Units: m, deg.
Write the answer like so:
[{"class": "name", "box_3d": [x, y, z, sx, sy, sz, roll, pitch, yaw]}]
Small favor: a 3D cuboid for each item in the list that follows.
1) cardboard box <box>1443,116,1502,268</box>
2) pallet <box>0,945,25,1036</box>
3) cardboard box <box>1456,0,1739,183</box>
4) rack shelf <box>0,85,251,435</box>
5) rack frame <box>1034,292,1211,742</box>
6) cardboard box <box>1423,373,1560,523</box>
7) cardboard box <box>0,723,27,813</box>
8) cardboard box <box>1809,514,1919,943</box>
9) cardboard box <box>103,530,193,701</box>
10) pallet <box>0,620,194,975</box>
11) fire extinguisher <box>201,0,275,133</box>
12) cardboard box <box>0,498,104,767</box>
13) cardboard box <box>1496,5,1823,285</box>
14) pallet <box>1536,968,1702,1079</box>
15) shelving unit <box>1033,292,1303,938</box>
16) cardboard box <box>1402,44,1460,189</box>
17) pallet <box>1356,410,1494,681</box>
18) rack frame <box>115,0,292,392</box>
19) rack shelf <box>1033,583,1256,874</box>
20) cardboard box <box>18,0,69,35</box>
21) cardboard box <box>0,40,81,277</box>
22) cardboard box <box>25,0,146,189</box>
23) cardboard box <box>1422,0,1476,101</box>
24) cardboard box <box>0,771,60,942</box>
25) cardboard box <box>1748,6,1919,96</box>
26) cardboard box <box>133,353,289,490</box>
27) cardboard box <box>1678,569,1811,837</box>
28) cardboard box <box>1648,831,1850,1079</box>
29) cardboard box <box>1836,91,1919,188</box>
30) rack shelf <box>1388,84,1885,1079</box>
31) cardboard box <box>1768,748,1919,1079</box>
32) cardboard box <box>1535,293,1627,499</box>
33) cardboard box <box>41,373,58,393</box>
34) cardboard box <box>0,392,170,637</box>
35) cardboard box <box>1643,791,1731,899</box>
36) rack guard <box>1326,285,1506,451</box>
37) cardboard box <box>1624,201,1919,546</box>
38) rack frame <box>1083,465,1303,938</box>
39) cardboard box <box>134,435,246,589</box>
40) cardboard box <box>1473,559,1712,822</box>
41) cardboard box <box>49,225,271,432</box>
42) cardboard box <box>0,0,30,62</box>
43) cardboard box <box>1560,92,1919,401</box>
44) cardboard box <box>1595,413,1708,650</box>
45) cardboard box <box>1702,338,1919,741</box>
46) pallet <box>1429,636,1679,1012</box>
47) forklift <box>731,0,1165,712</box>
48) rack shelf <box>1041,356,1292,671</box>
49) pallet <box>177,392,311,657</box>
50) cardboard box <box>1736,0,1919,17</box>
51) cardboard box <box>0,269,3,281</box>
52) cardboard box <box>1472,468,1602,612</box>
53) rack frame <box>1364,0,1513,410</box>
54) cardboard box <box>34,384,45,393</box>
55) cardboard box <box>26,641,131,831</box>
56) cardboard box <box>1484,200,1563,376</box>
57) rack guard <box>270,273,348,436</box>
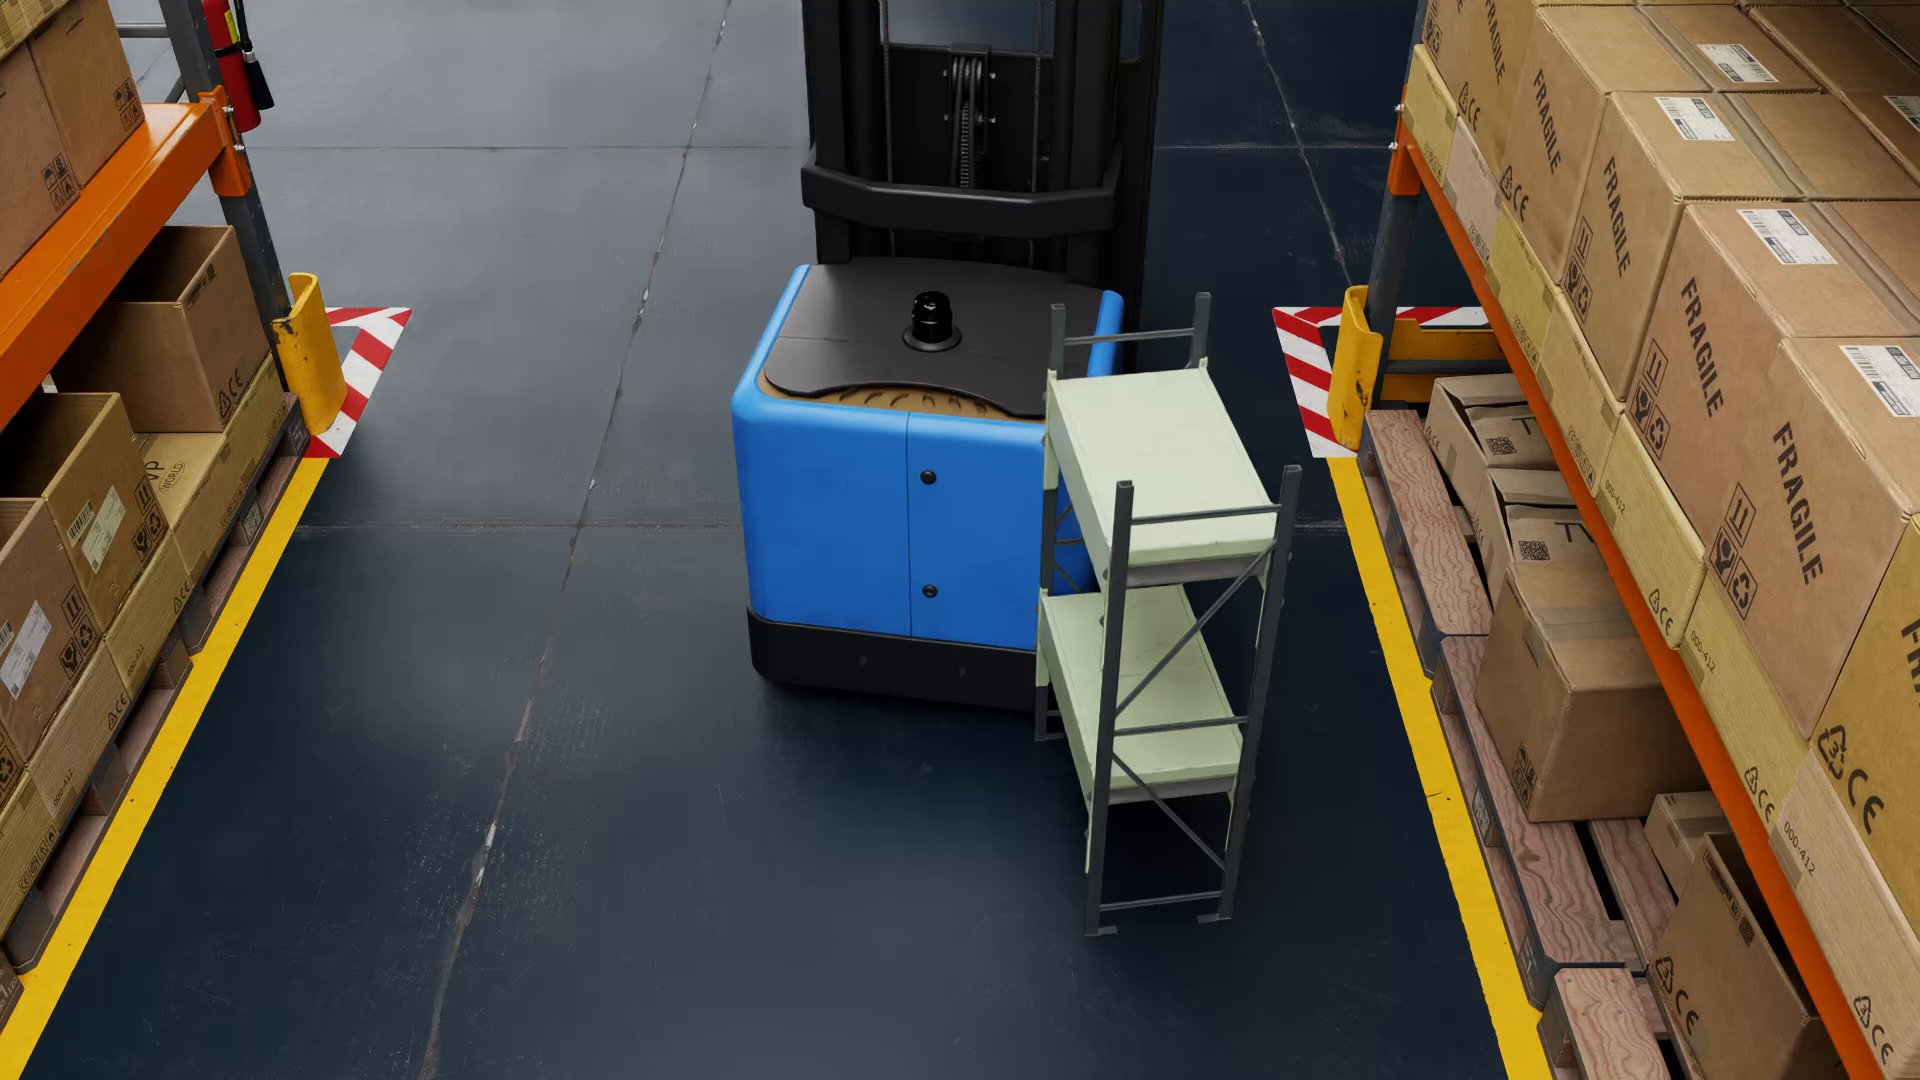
[{"class": "cardboard box", "box_3d": [1.690, -0.977, 4.674, 0.500, 0.250, 0.500, -1, 39, -1]}, {"class": "pallet", "box_3d": [-2.916, 1.441, 3.783, 1.003, 0.211, 1.213, 0, 39, 0]}, {"class": "cardboard box", "box_3d": [1.683, -1.292, 4.467, 0.500, 0.500, 0.500, 0, 39, 0]}, {"class": "rack shelf", "box_3d": [-2.959, -0.120, 4.077, 1.077, 0.370, 4.000, 0, 39, 0]}, {"class": "rack frame", "box_3d": [0.421, -0.003, 4.555, 0.400, 1.500, 0.023, -5, 39, -7]}, {"class": "cardboard box", "box_3d": [1.903, -0.347, 5.583, 0.500, 0.311, 0.500, -4, 39, -5]}, {"class": "cardboard box", "box_3d": [-2.646, 0.551, 3.927, 0.500, 0.500, 0.500, 0, 39, 0]}, {"class": "cardboard box", "box_3d": [1.687, 0.307, 2.473, 0.500, 0.500, 0.500, 0, 39, 0]}, {"class": "cardboard box", "box_3d": [-2.651, 0.218, 4.942, 0.500, 0.250, 0.500, 0, 39, 0]}, {"class": "pallet", "box_3d": [-2.920, 0.676, 4.738, 1.003, 0.211, 1.213, 0, 39, 0]}, {"class": "fire extinguisher", "box_3d": [-2.497, -1.696, 5.529, 0.296, 0.674, 0.183, 0, 39, 0]}, {"class": "cardboard box", "box_3d": [-2.648, 0.238, 4.318, 0.500, 0.500, 0.500, 0, 39, 0]}, {"class": "cardboard box", "box_3d": [1.677, -0.968, 4.064, 0.500, 0.500, 0.500, -1, 39, -2]}, {"class": "pallet", "box_3d": [1.960, 1.512, 3.694, 1.003, 0.211, 1.213, 0, 39, 0]}, {"class": "shelving unit", "box_3d": [0.475, 0.223, 4.272, 0.431, 1.500, 0.755, -5, 39, -7]}, {"class": "cardboard box", "box_3d": [1.675, -1.301, 5.079, 0.500, 0.250, 0.500, -1, 39, -1]}, {"class": "pallet", "box_3d": [1.958, -0.014, 5.598, 1.003, 0.211, 1.213, 0, 39, 0]}, {"class": "rack frame", "box_3d": [-2.962, -1.652, 5.412, 1.000, 3.000, 0.127, 0, 39, 0]}, {"class": "rack shelf", "box_3d": [0.475, 0.477, 4.476, 0.431, 0.370, 0.720, -5, 39, -7]}, {"class": "cardboard box", "box_3d": [-2.769, -1.541, 4.676, 0.380, 0.149, 0.250, 1, 39, 1]}, {"class": "cardboard box", "box_3d": [-2.969, -1.070, 4.607, 0.700, 0.500, 0.500, 1, 39, 1]}, {"class": "cardboard box", "box_3d": [-2.974, -1.399, 5.017, 0.700, 0.500, 0.500, 0, 39, 0]}, {"class": "cardboard box", "box_3d": [1.692, -1.601, 4.853, 0.500, 0.500, 0.500, 0, 39, 0]}, {"class": "cardboard box", "box_3d": [-2.645, 0.843, 4.162, 0.500, 0.250, 0.500, 0, 39, 0]}, {"class": "cardboard box", "box_3d": [2.201, -0.967, 4.062, 0.500, 0.500, 0.500, -1, 39, -1]}, {"class": "cardboard box", "box_3d": [-2.666, -0.407, 5.723, 0.500, 0.250, 0.500, 0, 39, 0]}, {"class": "cardboard box", "box_3d": [1.701, 0.287, 3.097, 0.500, 0.250, 0.500, 0, 39, 0]}, {"class": "cardboard box", "box_3d": [1.955, 0.999, 3.752, 0.500, 0.500, 0.500, -3, 39, -3]}, {"class": "cardboard box", "box_3d": [2.201, -0.652, 3.669, 0.500, 0.500, 0.500, 0, 39, 1]}, {"class": "rack shelf", "box_3d": [1.994, -0.126, 4.084, 1.077, 0.370, 4.000, 0, 39, 0]}, {"class": "cardboard box", "box_3d": [1.693, 0.599, 2.708, 0.500, 0.250, 0.500, 0, 39, 0]}, {"class": "cardboard box", "box_3d": [1.683, -0.342, 3.882, 0.500, 0.250, 0.500, 0, 39, 0]}, {"class": "cardboard box", "box_3d": [-3.184, -0.407, 5.722, 0.500, 0.250, 0.500, 0, 39, 0]}, {"class": "cardboard box", "box_3d": [-2.648, -0.075, 4.708, 0.500, 0.500, 0.500, 0, 39, 0]}, {"class": "cardboard box", "box_3d": [2.015, 0.785, 4.300, 0.380, 0.149, 0.250, -3, 39, -4]}, {"class": "rack guard", "box_3d": [1.992, -0.635, 6.142, 1.175, 0.500, 0.348, 0, 39, 0]}, {"class": "cardboard box", "box_3d": [1.691, -0.320, 3.255, 0.500, 0.500, 0.500, -1, 39, -1]}, {"class": "rack frame", "box_3d": [0.529, 0.449, 3.990, 0.400, 1.500, 0.023, -5, 39, -7]}, {"class": "cardboard box", "box_3d": [-2.653, -0.095, 5.332, 0.500, 0.250, 0.500, 0, 39, 0]}, {"class": "cardboard box", "box_3d": [1.854, 0.394, 4.506, 0.700, 0.500, 0.500, -2, 39, -3]}, {"class": "cardboard box", "box_3d": [-2.663, -0.700, 5.488, 0.500, 0.500, 0.500, 0, 39, 0]}, {"class": "cardboard box", "box_3d": [-2.769, -1.381, 4.476, 0.380, 0.149, 0.250, -1, 39, -1]}, {"class": "cardboard box", "box_3d": [1.689, -0.646, 3.661, 0.500, 0.500, 0.500, 1, 39, 1]}, {"class": "cardboard box", "box_3d": [1.685, -0.027, 3.489, 0.500, 0.250, 0.500, 0, 39, 0]}, {"class": "cardboard box", "box_3d": [1.681, -0.005, 2.862, 0.500, 0.500, 0.500, 0, 39, 0]}, {"class": "pallet", "box_3d": [1.956, 0.747, 4.649, 1.003, 0.211, 1.213, 0, 39, 0]}, {"class": "forklift", "box_3d": [0.108, -1.542, 5.331, 1.130, 2.935, 3.031, 6, 39, 7]}, {"class": "rack shelf", "box_3d": [0.475, -0.081, 4.028, 0.431, 0.370, 0.720, -5, 39, -7]}, {"class": "pallet", "box_3d": [-2.919, -0.085, 5.687, 1.003, 0.211, 1.213, 0, 39, 0]}, {"class": "cardboard box", "box_3d": [2.196, -1.290, 4.465, 0.500, 0.500, 0.500, 0, 39, 1]}, {"class": "cardboard box", "box_3d": [-2.974, -0.760, 4.219, 0.700, 0.500, 0.500, 0, 39, 0]}, {"class": "cardboard box", "box_3d": [1.903, 0.009, 5.138, 0.500, 0.311, 0.500, 3, 39, 4]}, {"class": "rack frame", "box_3d": [1.992, -1.657, 5.420, 1.000, 3.000, 0.127, 0, 39, 0]}, {"class": "cardboard box", "box_3d": [-3.181, -0.387, 5.097, 0.500, 0.500, 0.500, 0, 39, 0]}, {"class": "cardboard box", "box_3d": [-2.652, 0.531, 4.552, 0.500, 0.250, 0.500, 0, 39, 0]}, {"class": "cardboard box", "box_3d": [1.685, -0.658, 4.276, 0.500, 0.250, 0.500, -1, 39, -1]}, {"class": "rack guard", "box_3d": [-2.962, -0.691, 6.213, 1.175, 0.500, 0.348, 0, 39, 0]}]
